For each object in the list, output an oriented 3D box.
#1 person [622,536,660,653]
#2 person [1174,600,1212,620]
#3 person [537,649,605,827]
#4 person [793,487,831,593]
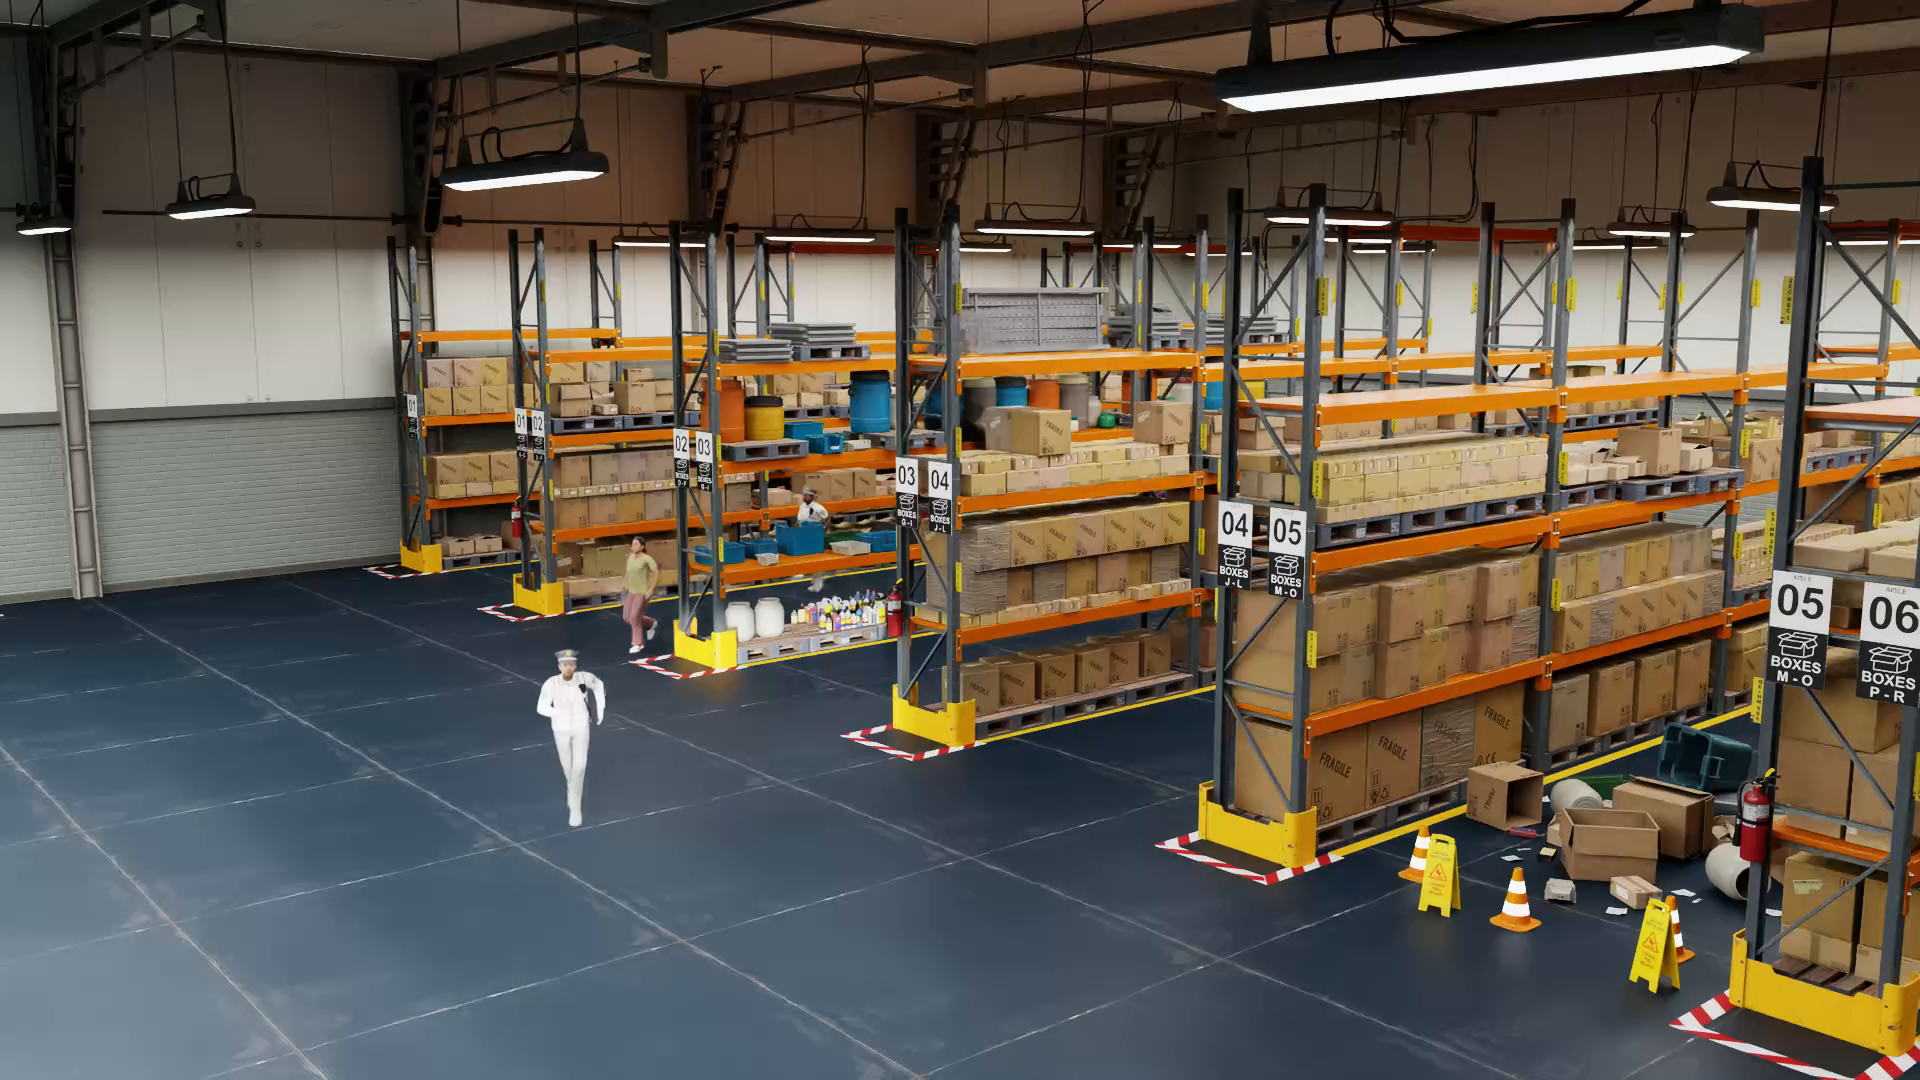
[{"bbox_3d":[-4.527,0.756,23.634,0.612,1.649,0.563,7,11,37],"label":"person"},{"bbox_3d":[3.448,0.272,24.456,0.891,1.819,0.665,-8,12,-42],"label":"person"},{"bbox_3d":[-3.776,1.869,16.198,0.638,1.727,0.828,-2,9,-13],"label":"person"},{"bbox_3d":[-2.422,-0.007,26.531,0.576,1.713,0.580,8,12,40],"label":"person"}]
